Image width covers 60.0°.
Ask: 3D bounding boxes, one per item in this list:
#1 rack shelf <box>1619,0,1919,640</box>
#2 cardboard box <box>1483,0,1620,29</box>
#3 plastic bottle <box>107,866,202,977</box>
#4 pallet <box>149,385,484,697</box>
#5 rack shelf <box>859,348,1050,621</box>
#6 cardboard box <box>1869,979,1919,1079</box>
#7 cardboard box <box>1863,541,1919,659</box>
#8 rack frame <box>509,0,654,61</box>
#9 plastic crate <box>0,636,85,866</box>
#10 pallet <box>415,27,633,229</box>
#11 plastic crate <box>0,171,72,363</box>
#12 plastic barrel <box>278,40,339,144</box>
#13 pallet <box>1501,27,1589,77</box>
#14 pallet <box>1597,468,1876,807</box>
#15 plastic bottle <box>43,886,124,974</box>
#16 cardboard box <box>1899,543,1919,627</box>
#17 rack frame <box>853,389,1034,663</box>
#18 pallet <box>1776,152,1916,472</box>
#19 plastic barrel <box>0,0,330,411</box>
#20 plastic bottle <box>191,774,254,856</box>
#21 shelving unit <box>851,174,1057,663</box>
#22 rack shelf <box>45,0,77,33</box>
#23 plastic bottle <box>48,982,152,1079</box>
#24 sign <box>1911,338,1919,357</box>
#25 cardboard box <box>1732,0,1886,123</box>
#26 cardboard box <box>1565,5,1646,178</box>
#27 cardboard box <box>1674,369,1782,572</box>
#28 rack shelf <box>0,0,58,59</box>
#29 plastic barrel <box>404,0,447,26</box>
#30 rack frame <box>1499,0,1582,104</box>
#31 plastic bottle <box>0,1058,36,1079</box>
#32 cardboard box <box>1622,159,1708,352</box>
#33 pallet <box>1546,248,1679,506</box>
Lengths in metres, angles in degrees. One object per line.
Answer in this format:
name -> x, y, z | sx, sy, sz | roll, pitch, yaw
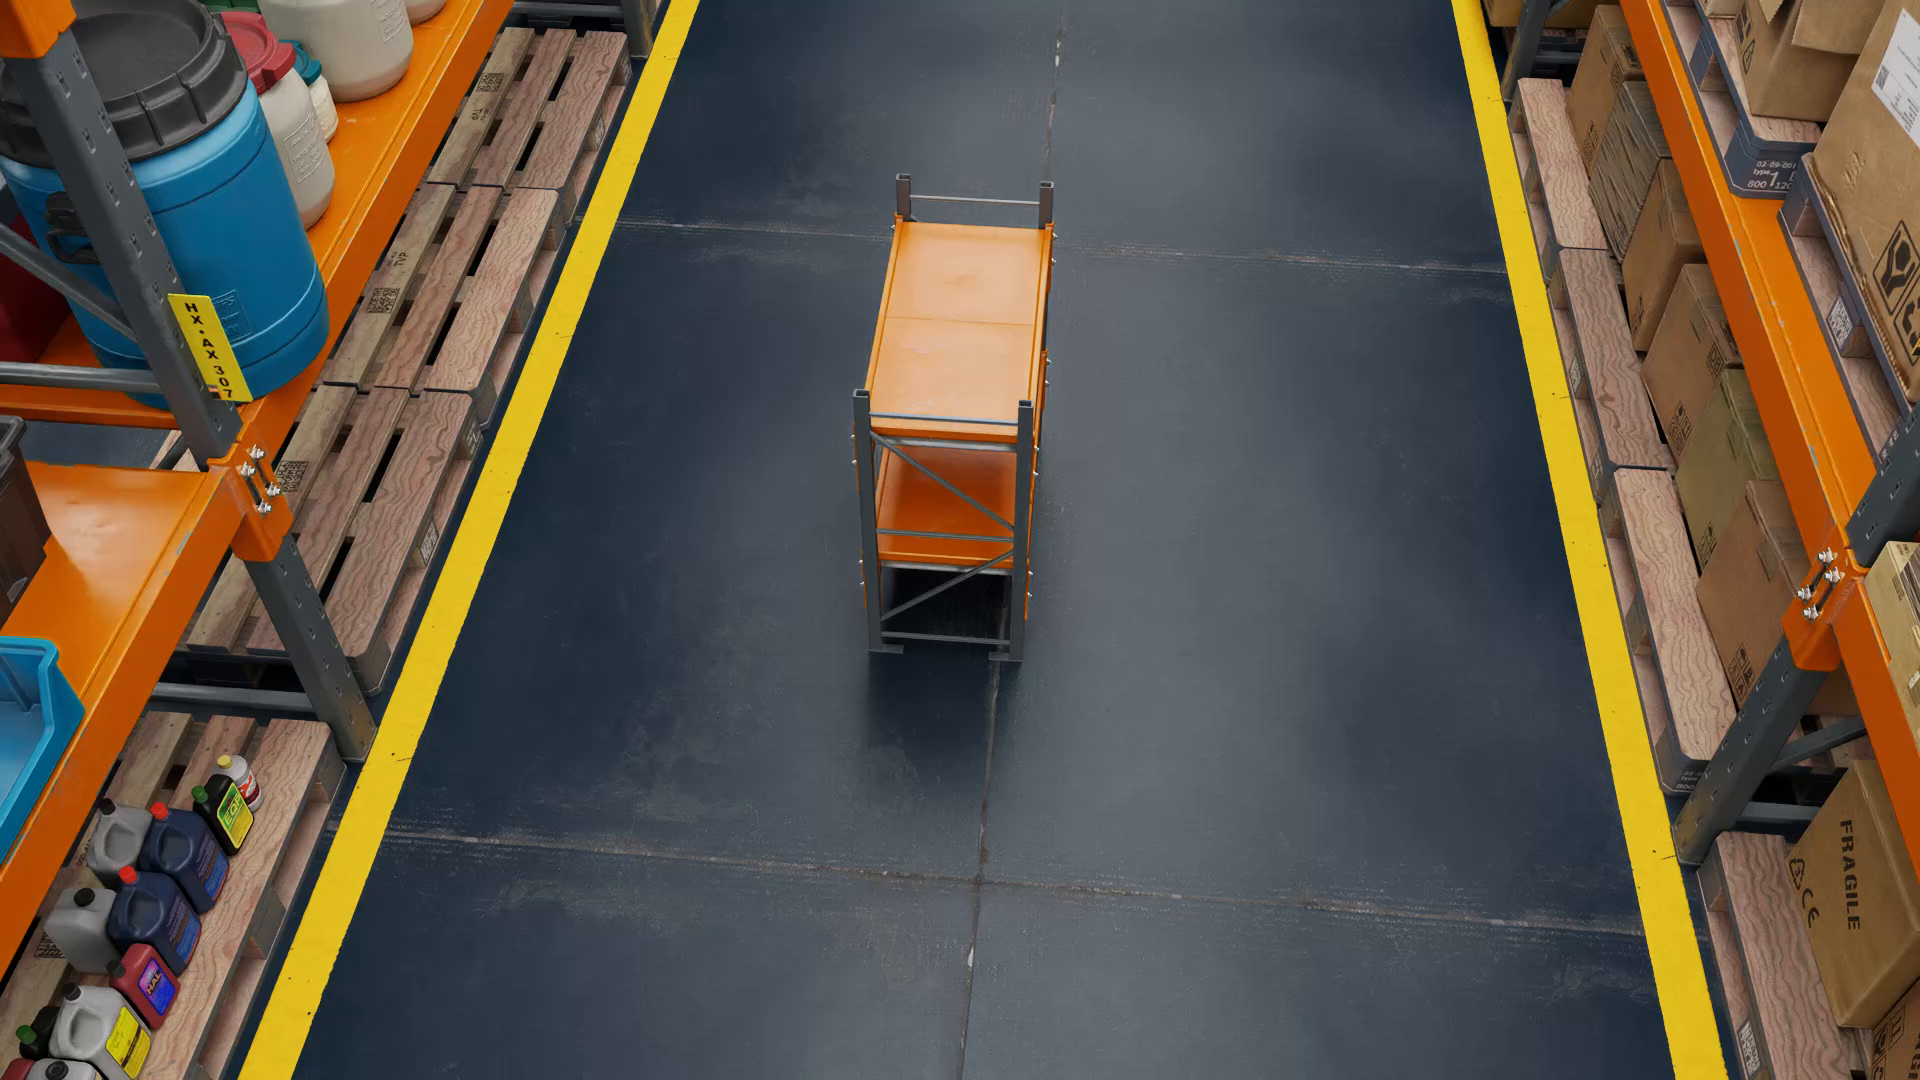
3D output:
rack shelf -> 2.792, -1.298, 5.392 | 1.077, 0.370, 4.000 | 4, 48, 4
cardboard box -> 3.058, -2.941, 7.562 | 1.225, 0.875, 0.875 | 2, 48, 2
plastic bottle -> -2.112, 0.975, 4.322 | 0.144, 0.351, 0.185 | 2, 48, 2
pallet -> -2.290, -0.042, 5.646 | 1.003, 0.211, 1.213 | 4, 48, 4
rack shelf -> 0.001, -0.220, 5.520 | 0.538, 0.278, 1.000 | 4, 48, 4
cardboard box -> 2.489, 1.344, 3.898 | 0.500, 0.500, 0.500 | 18, 50, 16
cardboard box -> 2.291, 0.152, 3.749 | 0.380, 0.149, 0.250 | 4, 48, 4
rack frame -> -1.958, -3.343, 6.775 | 1.000, 3.000, 0.127 | 4, 48, 4
plastic crate -> -2.153, 0.478, 3.381 | 0.499, 0.251, 0.616 | 4, 48, 4
pallet -> -2.067, -1.835, 7.286 | 1.003, 0.211, 1.213 | 4, 48, 4
plastic crate -> -2.583, -0.802, 4.407 | 0.402, 0.464, 0.583 | 4, 48, 4
plastic barrel -> -2.049, -1.320, 5.018 | 0.301, 0.262, 0.301 | 0, 48, 0
pallet -> 3.121, -2.643, 8.025 | 1.003, 0.211, 1.213 | 4, 48, 4
pallet -> 2.679, 0.298, 5.334 | 1.003, 0.211, 1.213 | 4, 48, 4
plastic bottle -> -2.262, 1.009, 4.342 | 0.152, 0.276, 0.135 | 4, 48, 4
cardboard box -> 2.507, 0.122, 3.337 | 0.875, 0.500, 0.500 | 4, 48, 4
rack frame -> -0.046, -0.011, 4.998 | 0.500, 1.125, 0.032 | 4, 48, 4
pallet -> 2.824, -0.558, 4.358 | 1.003, 0.211, 1.213 | 4, 48, 4
plastic barrel -> -1.986, -0.837, 4.143 | 0.600, 0.901, 0.708 | 4, 48, 4
plastic bottle -> -2.038, 0.740, 4.583 | 0.061, 0.283, 0.133 | 6, 48, 5
shelving unit -> 0.001, -0.385, 5.339 | 0.538, 1.125, 1.048 | 4, 48, 4
rack shelf -> -2.140, -2.643, 4.589 | 1.077, 0.370, 4.000 | 4, 48, 4
plastic bottle -> -2.141, 1.213, 4.105 | 0.144, 0.351, 0.185 | 4, 48, 3
sign -> 2.057, -0.496, 3.386 | 0.100, 0.325, 0.005 | 4, 48, 4
cardboard box -> 2.676, -1.527, 4.760 | 0.797, 0.503, 0.637 | 8, 48, 8
cardboard box -> 2.933, -1.821, 6.779 | 0.700, 0.500, 0.500 | 2, 48, 1
cardboard box -> 2.749, -0.175, 5.273 | 0.700, 0.500, 0.500 | 4, 48, 3
rack shelf -> -2.505, 0.296, 1.901 | 1.077, 0.370, 4.000 | 4, 48, 4
plastic barrel -> -1.911, -1.995, 5.450 | 0.433, 0.535, 0.433 | 0, 48, 0
rack frame -> 2.974, -3.010, 6.470 | 1.000, 3.000, 0.127 | 4, 48, 4
plastic bottle -> -2.266, 1.348, 4.027 | 0.061, 0.283, 0.133 | 4, 48, 4
cardboard box -> 2.850, -0.996, 6.024 | 0.700, 0.500, 0.500 | 7, 48, 7
pallet -> 2.788, -0.601, 6.157 | 1.003, 0.211, 1.213 | 4, 48, 4
